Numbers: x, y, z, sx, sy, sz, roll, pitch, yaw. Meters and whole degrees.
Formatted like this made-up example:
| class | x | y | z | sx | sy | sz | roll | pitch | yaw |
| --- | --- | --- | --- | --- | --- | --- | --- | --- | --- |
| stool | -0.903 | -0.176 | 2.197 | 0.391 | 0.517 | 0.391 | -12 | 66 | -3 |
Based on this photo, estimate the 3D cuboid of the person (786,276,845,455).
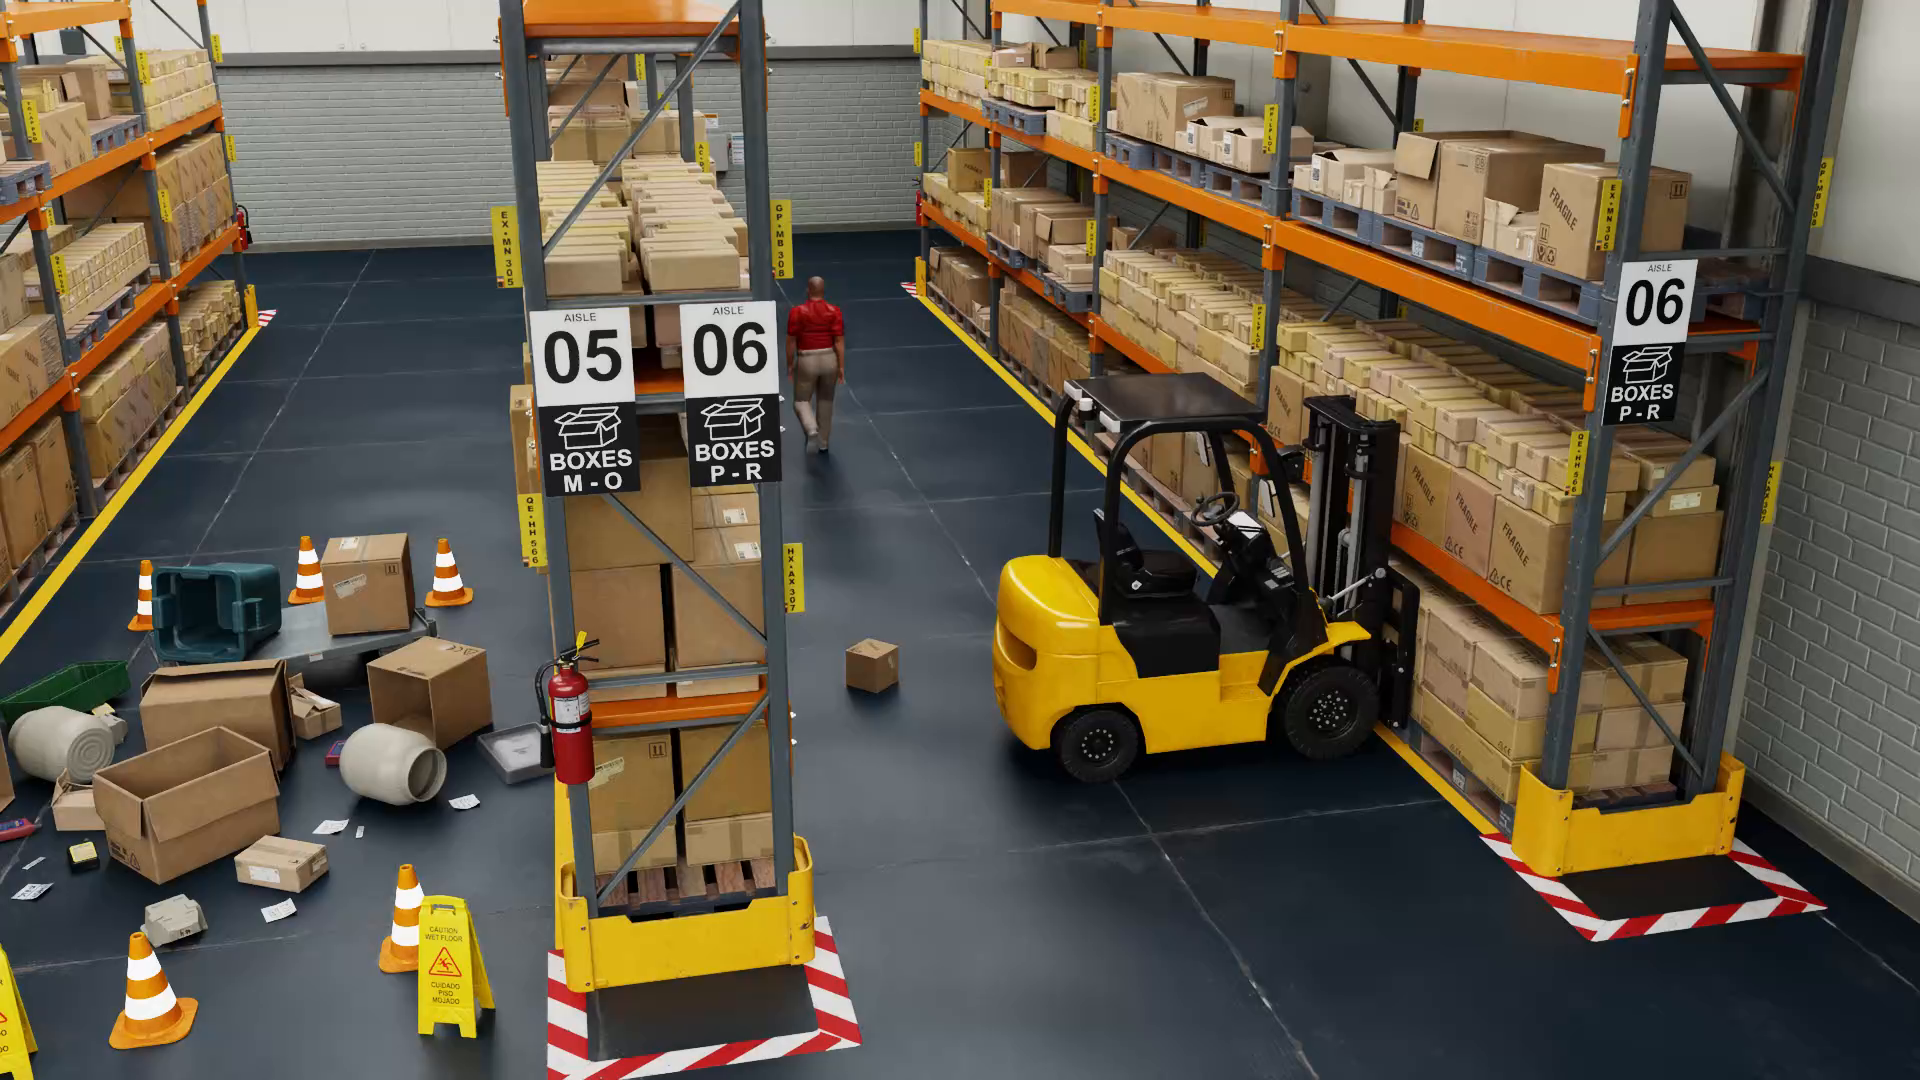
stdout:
| class | x | y | z | sx | sy | sz | roll | pitch | yaw |
| --- | --- | --- | --- | --- | --- | --- | --- | --- | --- |
| person | -1.361 | -1.640 | 15.693 | 0.549 | 1.697 | 0.772 | -4 | 20 | -12 |
